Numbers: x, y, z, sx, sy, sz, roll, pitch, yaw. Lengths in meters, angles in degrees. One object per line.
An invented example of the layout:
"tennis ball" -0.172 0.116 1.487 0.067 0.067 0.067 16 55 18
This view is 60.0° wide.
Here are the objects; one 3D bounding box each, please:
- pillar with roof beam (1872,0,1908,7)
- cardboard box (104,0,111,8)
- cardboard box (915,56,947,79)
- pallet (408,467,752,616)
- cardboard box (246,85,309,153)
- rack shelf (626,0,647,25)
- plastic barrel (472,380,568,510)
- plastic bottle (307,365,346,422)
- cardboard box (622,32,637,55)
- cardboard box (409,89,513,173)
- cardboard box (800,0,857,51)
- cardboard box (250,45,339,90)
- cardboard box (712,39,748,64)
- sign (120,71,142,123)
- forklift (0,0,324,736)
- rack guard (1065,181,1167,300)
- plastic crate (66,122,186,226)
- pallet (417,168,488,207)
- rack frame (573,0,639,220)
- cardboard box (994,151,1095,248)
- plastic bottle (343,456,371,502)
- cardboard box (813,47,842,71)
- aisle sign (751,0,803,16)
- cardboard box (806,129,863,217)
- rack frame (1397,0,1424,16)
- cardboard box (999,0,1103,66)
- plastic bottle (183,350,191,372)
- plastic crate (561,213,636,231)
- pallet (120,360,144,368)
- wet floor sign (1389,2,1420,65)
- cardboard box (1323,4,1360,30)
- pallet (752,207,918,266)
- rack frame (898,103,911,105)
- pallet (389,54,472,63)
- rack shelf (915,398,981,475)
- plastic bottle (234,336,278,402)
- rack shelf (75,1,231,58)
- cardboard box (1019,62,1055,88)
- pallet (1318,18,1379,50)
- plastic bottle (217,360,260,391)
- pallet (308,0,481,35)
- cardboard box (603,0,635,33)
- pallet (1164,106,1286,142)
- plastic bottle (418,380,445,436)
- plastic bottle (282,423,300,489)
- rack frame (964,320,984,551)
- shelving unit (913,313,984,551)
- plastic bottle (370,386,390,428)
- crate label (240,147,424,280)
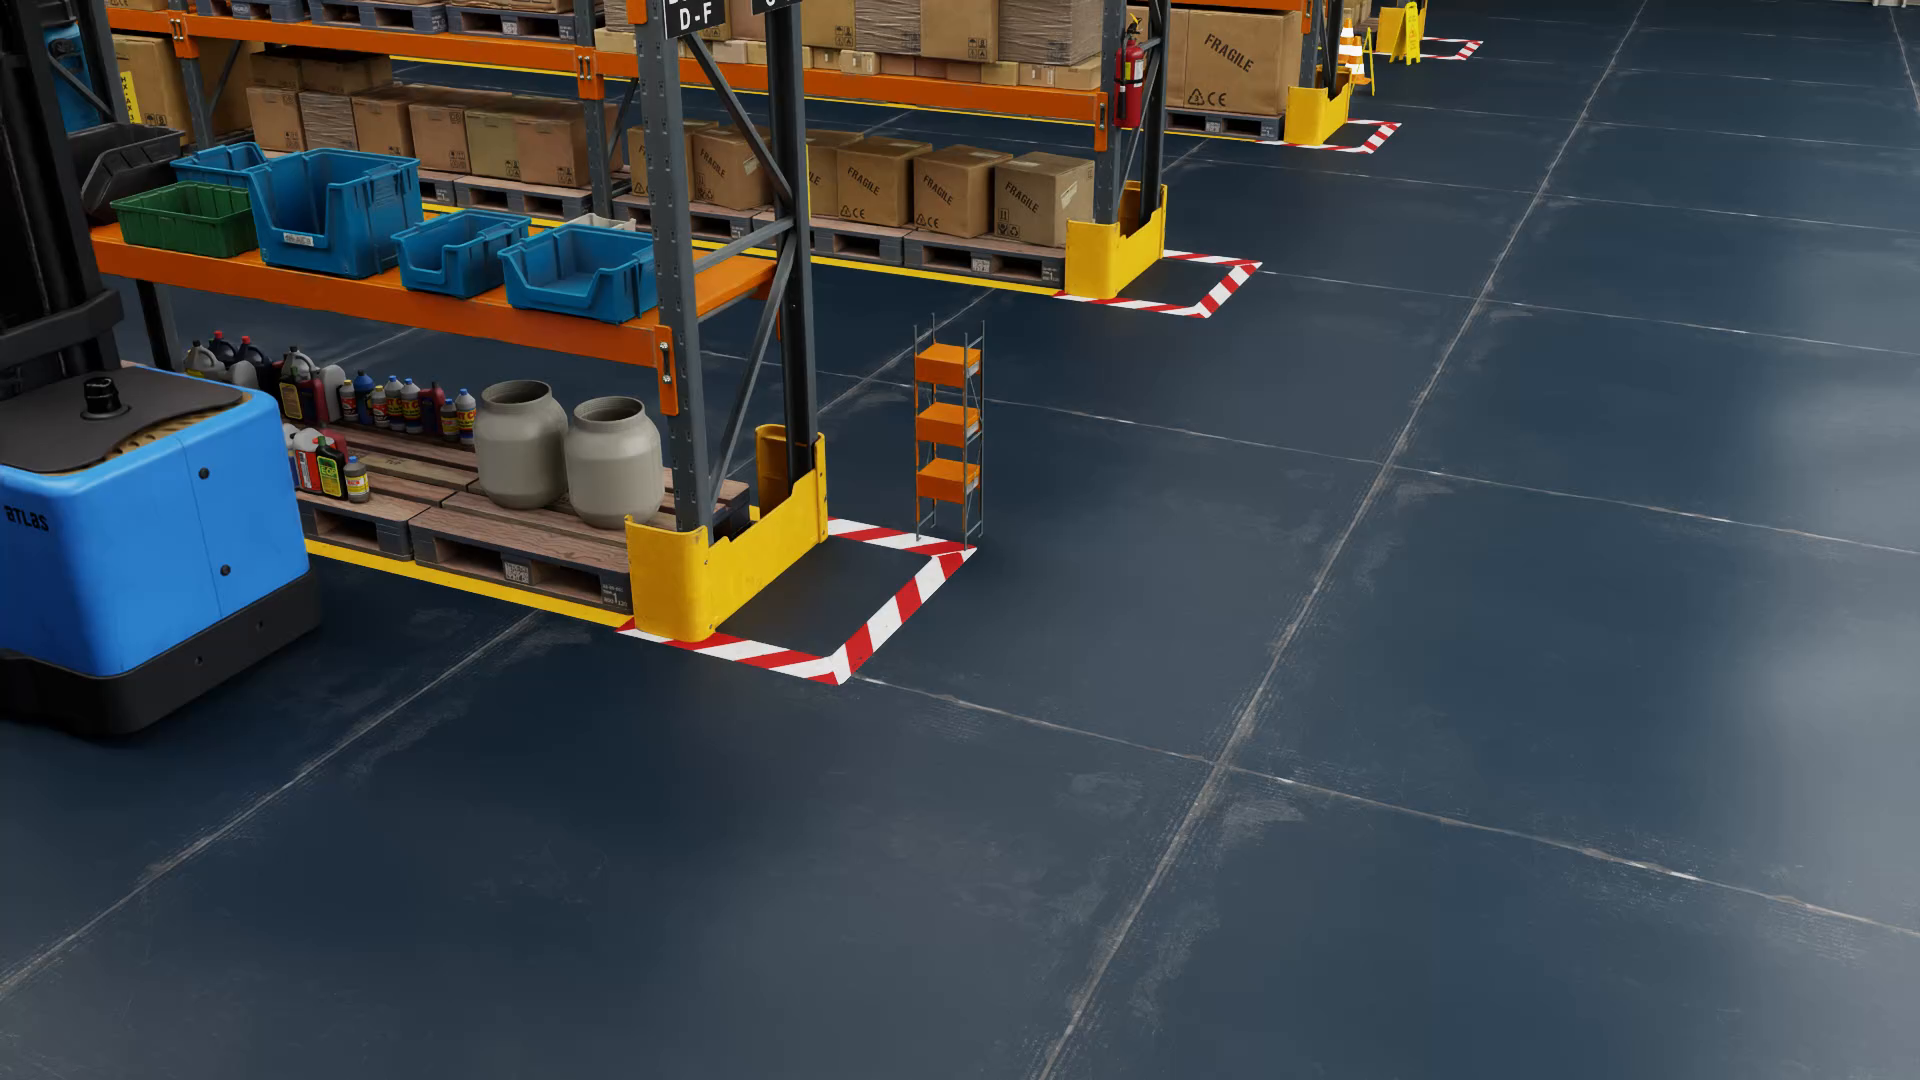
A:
"pillar with roof beam" 10.717 -9.508 16.874 0.400 9.000 9.100 11 28 22
"cardboard box" -7.142 -4.765 13.920 0.500 0.500 0.500 11 28 21
"cardboard box" -0.109 -3.215 11.169 0.250 0.149 0.380 11 28 22
"pallet" -1.732 -0.077 7.667 1.213 0.211 1.003 11 28 22
"cardboard box" -5.520 -3.598 13.993 0.500 0.500 0.700 10 28 19
"rack shelf" -2.727 -2.571 6.994 4.000 0.370 1.077 11 28 22
"plastic barrel" -1.993 -0.435 7.580 0.421 0.512 0.421 0 26 0
"plastic bottle" -3.227 -0.761 8.486 0.135 0.276 0.152 12 29 23
"cardboard box" -2.204 -3.581 11.912 0.250 0.149 0.380 11 28 22
"cardboard box" -3.983 -3.299 13.386 0.500 0.500 0.700 9 28 17
"cardboard box" -0.738 -3.712 11.443 0.500 0.500 0.875 11 28 22
"cardboard box" -5.516 -3.938 13.836 0.500 0.250 0.500 13 29 24
"cardboard box" -1.523 -3.442 11.630 0.250 0.149 0.380 11 28 22
"sign" -4.310 -2.257 8.624 0.005 0.325 0.100 11 28 22
"forklift" -4.202 -1.016 6.495 3.031 2.935 1.130 12 29 23
"rack guard" 1.075 -2.066 11.380 0.348 0.500 1.175 11 28 22
"plastic crate" -4.123 -1.739 7.956 0.504 0.338 0.767 11 28 22
"pallet" -4.321 -3.018 13.641 1.213 0.211 1.003 11 28 22
"rack frame" -2.497 -3.905 12.285 0.127 3.000 1.000 11 28 22
"cardboard box" 0.583 -2.361 11.505 0.500 0.500 0.500 17 31 31
"plastic bottle" -2.759 -0.283 7.600 0.097 0.201 0.097 0 26 0
"cardboard box" -0.809 -3.336 11.413 0.250 0.149 0.380 11 28 22
"aisle sign" -0.719 -2.453 6.393 0.004 0.787 0.394 11 28 22
"cardboard box" -1.027 -2.699 12.191 0.500 0.500 0.500 9 28 17
"rack frame" 5.246 -7.158 18.893 0.127 3.000 1.000 11 28 22
"cardboard box" 0.655 -3.463 10.939 0.500 0.500 0.875 11 28 22
"plastic bottle" -4.088 -0.914 8.881 0.097 0.201 0.097 0 26 0
"plastic crate" -1.588 -1.357 7.408 0.250 0.136 0.298 11 28 22
"pallet" -5.278 -0.790 9.116 1.213 0.211 1.003 11 28 22
"wet floor sign" 4.976 -5.637 18.469 0.232 0.644 0.267 23 35 39
"cardboard box" 4.377 -6.157 19.497 0.500 0.250 0.500 11 28 22
"pallet" -0.757 -2.323 12.229 1.213 0.211 1.003 11 28 22
"rack frame" -0.352 -5.881 16.299 0.127 3.000 1.000 11 28 22
"pallet" -5.811 -5.728 19.146 1.213 0.211 1.003 11 28 22
"rack shelf" -0.049 -0.472 7.543 0.240 0.259 0.215 11 28 22
"plastic bottle" -3.667 -0.885 8.653 0.185 0.351 0.144 10 28 19
"rack shelf" -7.959 -4.679 14.672 4.000 0.370 1.077 11 28 22
"cardboard box" 0.572 -3.076 10.886 0.250 0.149 0.380 11 28 22
"pallet" 4.452 -6.084 19.868 1.213 0.211 1.003 11 28 22
"plastic bottle" -3.706 -0.788 8.539 0.135 0.276 0.152 11 28 22
"pallet" -4.319 -4.205 13.111 1.213 0.211 1.003 11 28 22
"cardboard box" -2.113 -3.976 11.980 0.500 0.500 0.875 11 28 22
"pallet" 2.529 -4.013 15.662 1.213 0.211 1.003 11 28 22
"plastic bottle" -2.626 -0.666 8.284 0.133 0.283 0.061 12 29 23
"plastic bottle" -3.104 -0.399 7.751 0.135 0.276 0.152 11 28 20
"rack frame" 0.063 -0.459 7.493 0.008 1.050 0.200 11 28 22
"shelving unit" -0.049 -0.481 7.538 0.252 1.050 0.215 11 28 22
"plastic bottle" -2.921 -0.680 8.405 0.097 0.201 0.097 0 26 0
"crate label" -2.694 -1.426 7.210 0.616 0.435 0.502 11 28 22
